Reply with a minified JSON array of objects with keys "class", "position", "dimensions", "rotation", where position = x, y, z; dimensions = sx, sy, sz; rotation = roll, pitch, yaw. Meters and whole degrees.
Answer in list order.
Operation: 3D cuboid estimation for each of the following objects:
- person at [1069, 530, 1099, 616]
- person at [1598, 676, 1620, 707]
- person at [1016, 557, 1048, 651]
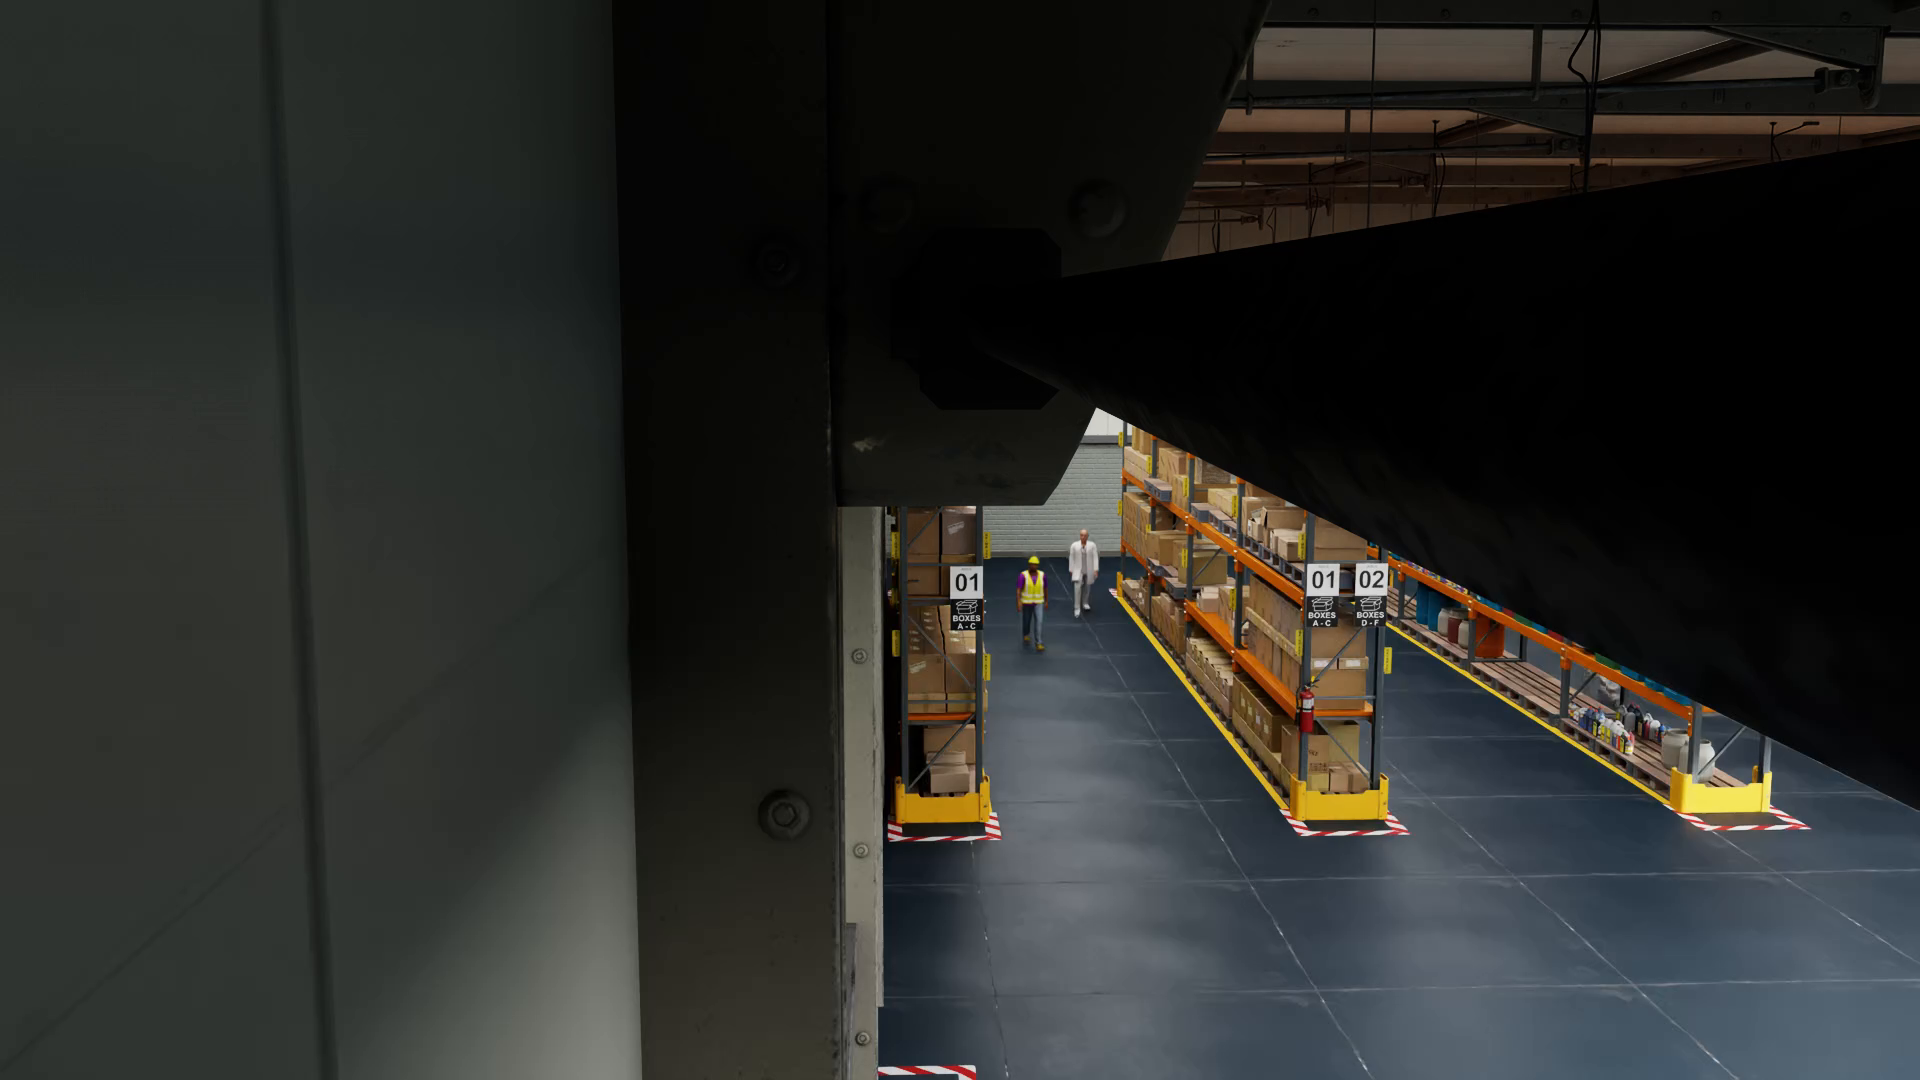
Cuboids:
[{"class":"person","position":[2.556,0.742,34.237],"dimensions":[0.601,1.508,1.112],"rotation":[0,8,-1]},{"class":"person","position":[10.472,1.735,26.529],"dimensions":[0.544,1.733,1.056],"rotation":[-1,8,-8]},{"class":"person","position":[1.349,1.157,30.795],"dimensions":[0.634,1.714,1.093],"rotation":[-1,8,-6]}]
